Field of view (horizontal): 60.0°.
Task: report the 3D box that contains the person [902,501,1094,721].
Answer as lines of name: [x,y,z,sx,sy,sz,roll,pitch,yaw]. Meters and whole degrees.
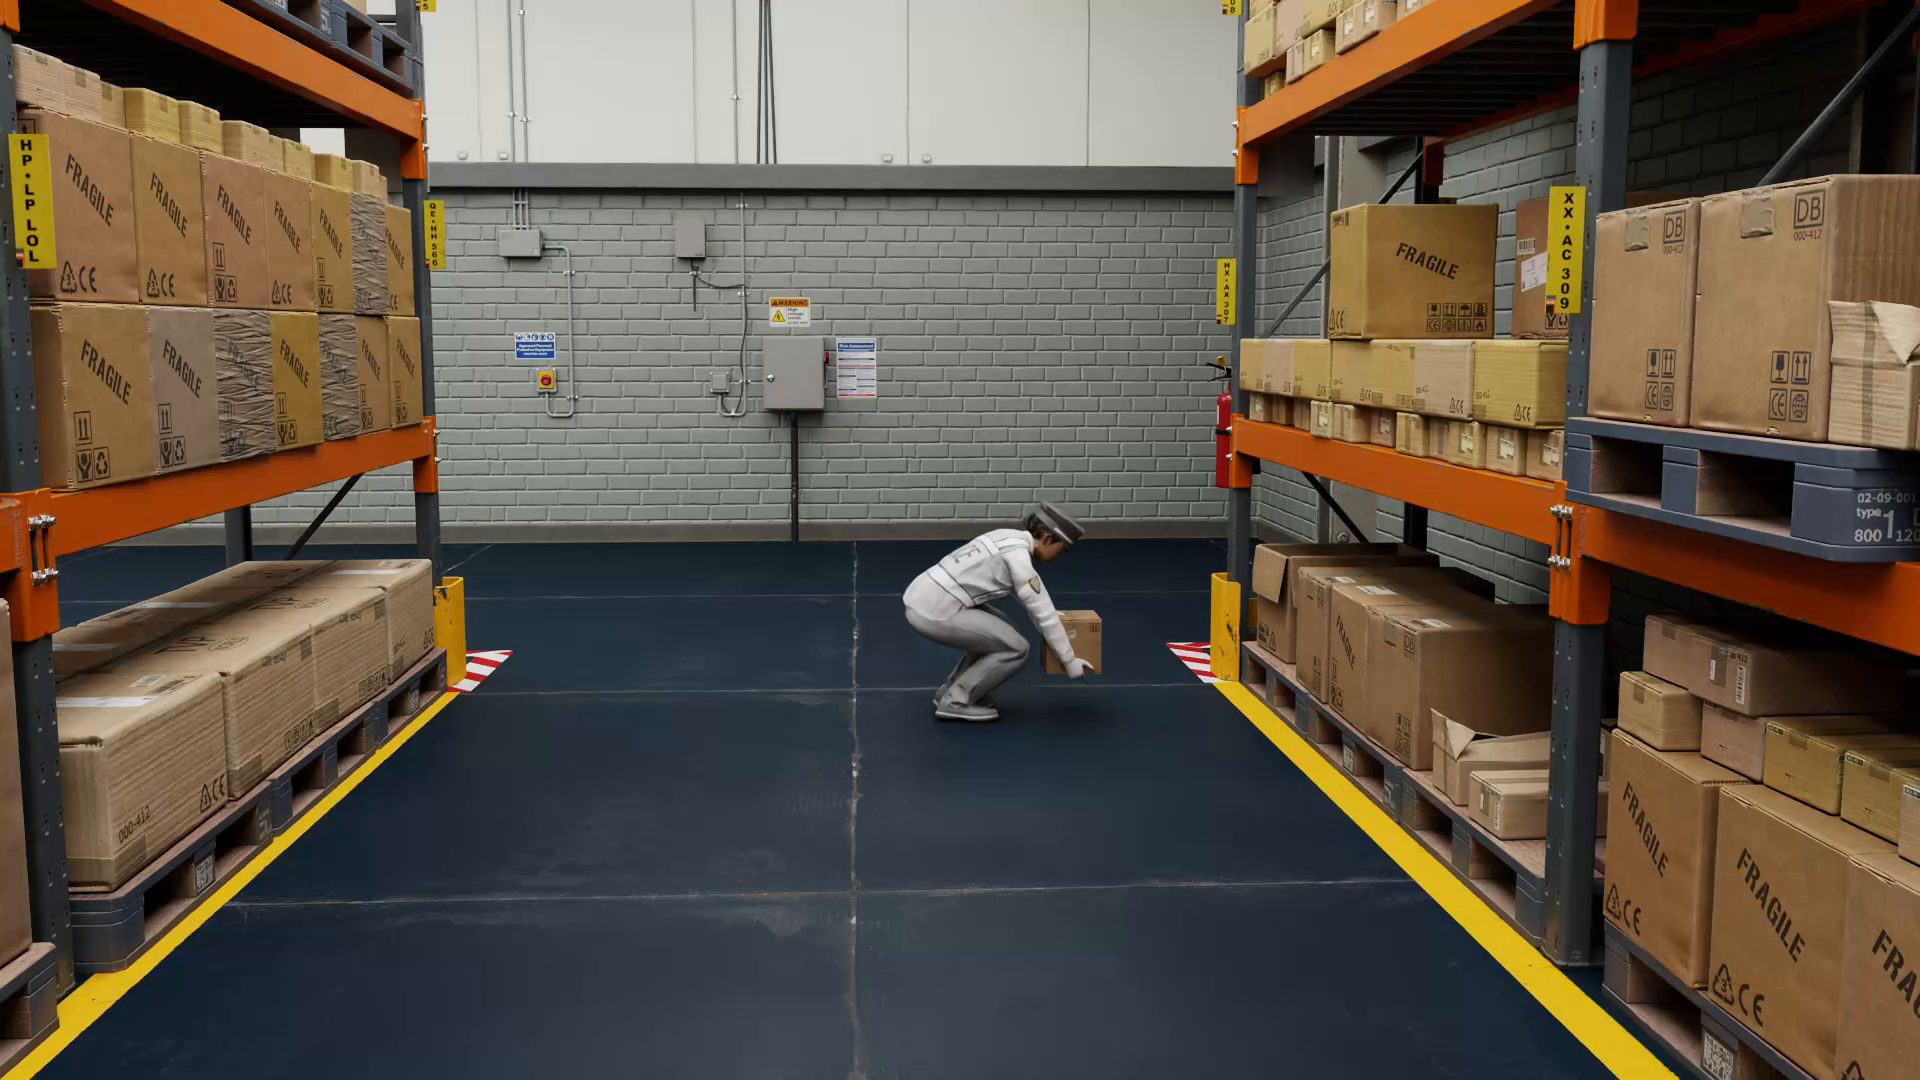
person: [0.169,0.315,7.560,0.857,0.977,0.462,-1,7,-5]
